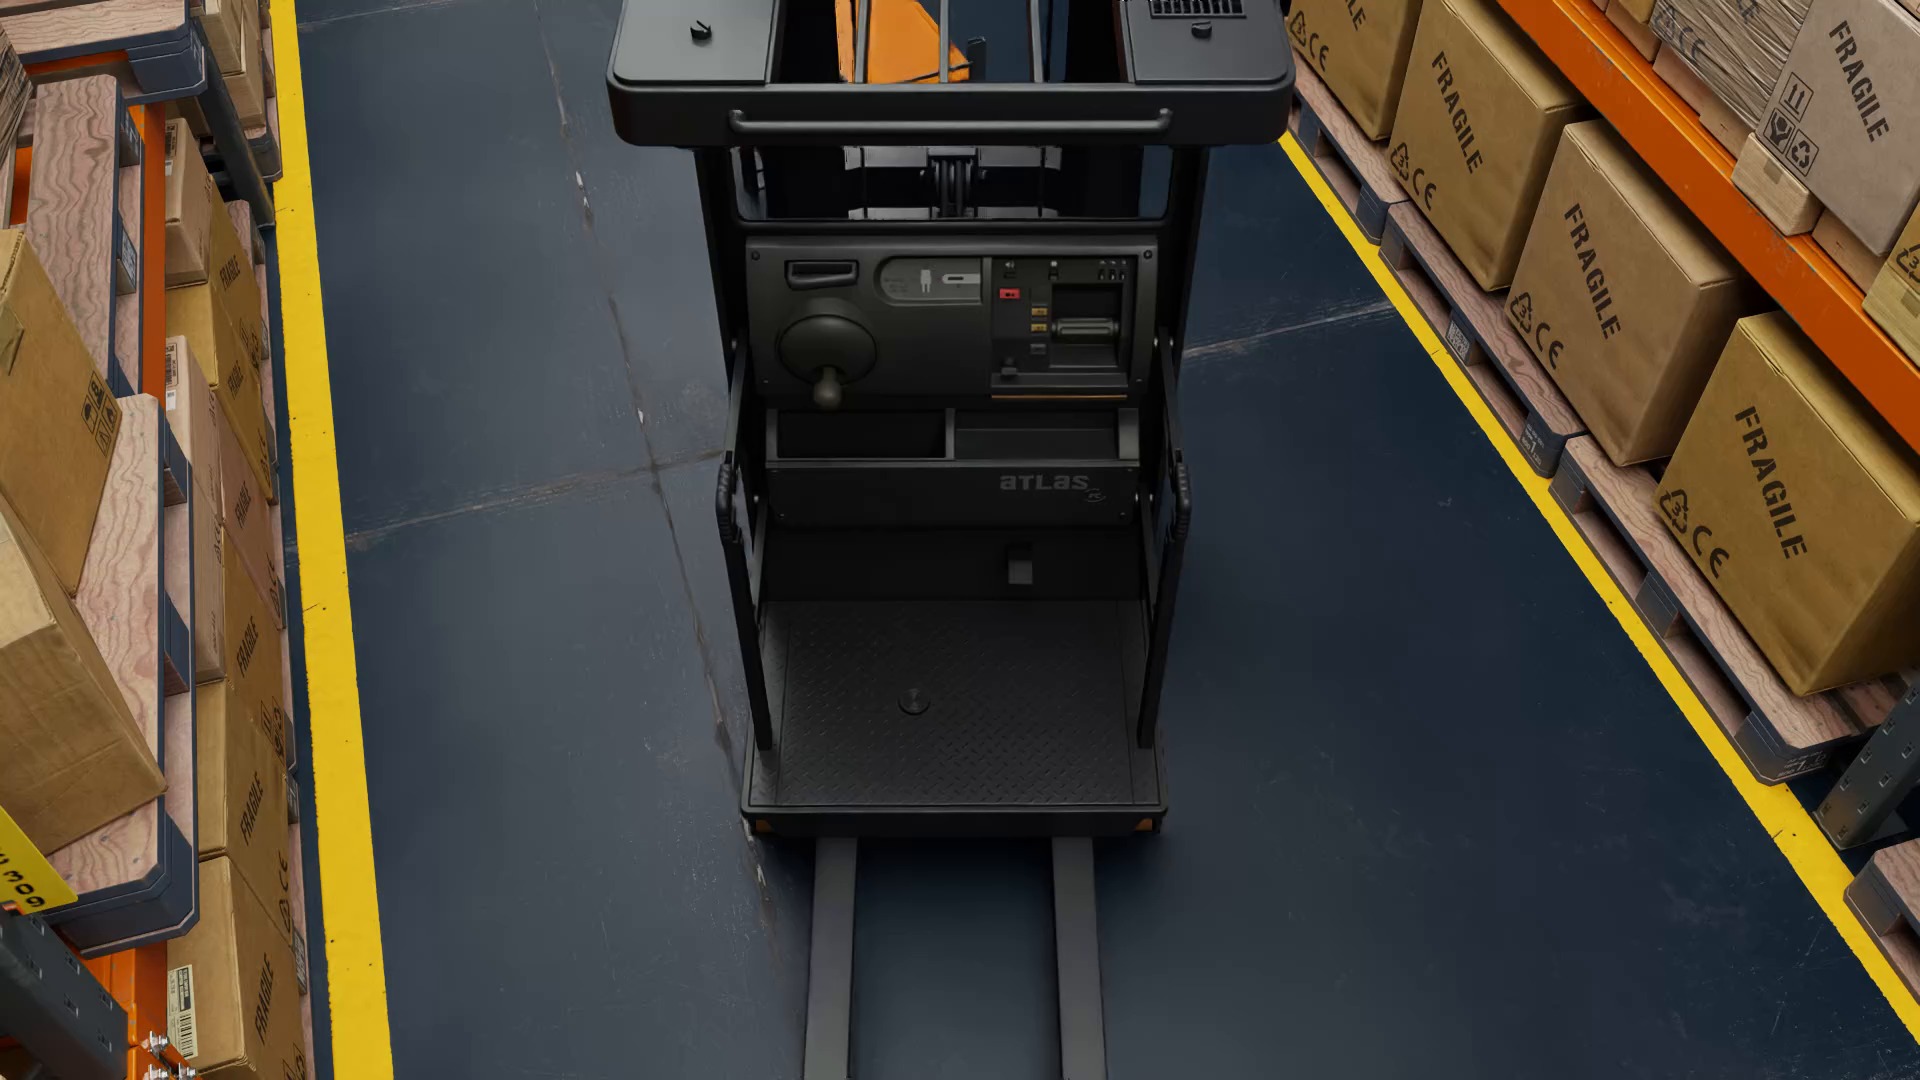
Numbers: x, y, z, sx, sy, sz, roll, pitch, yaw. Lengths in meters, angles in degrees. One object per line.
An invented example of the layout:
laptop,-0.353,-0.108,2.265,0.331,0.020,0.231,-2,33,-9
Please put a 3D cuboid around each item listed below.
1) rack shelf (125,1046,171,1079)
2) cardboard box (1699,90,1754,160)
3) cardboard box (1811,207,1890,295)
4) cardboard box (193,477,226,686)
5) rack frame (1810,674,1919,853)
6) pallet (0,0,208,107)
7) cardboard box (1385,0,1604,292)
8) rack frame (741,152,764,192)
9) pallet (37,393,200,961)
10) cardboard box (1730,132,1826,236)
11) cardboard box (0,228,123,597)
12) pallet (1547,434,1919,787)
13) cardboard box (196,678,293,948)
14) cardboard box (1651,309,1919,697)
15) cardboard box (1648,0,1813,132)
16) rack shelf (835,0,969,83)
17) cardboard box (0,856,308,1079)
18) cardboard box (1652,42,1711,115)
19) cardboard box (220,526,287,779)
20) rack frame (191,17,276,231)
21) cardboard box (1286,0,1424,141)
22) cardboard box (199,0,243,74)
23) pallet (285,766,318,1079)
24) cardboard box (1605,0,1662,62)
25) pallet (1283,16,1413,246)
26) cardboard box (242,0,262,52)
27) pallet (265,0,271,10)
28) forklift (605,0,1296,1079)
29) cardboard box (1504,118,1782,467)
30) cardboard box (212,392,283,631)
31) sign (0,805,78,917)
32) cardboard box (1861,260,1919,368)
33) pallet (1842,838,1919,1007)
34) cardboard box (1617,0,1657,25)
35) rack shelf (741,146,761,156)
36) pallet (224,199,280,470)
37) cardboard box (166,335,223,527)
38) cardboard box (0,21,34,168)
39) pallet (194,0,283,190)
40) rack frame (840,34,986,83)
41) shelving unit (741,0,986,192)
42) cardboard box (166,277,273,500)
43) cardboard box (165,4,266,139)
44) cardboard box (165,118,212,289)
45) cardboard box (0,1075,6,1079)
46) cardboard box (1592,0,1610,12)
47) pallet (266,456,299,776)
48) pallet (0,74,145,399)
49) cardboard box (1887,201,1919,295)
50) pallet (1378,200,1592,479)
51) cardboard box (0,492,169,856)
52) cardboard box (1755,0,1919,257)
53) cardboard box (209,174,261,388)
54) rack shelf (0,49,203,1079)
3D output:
rack shelf,-1.288,2.543,1.615,1.077,0.370,4.000,-13,51,-11
cardboard box,2.207,-1.132,4.394,0.380,0.149,0.250,-13,51,-11
cardboard box,2.351,-0.759,4.079,0.380,0.149,0.250,-12,51,-10
cardboard box,-2.085,0.134,4.032,0.500,0.250,0.500,-13,51,-11
rack frame,2.852,-0.272,3.518,1.000,3.000,0.127,-13,51,-11
pallet,-2.795,-1.530,4.703,1.213,0.211,1.003,-13,51,-11
cardboard box,2.014,-1.428,5.624,0.750,0.750,0.750,-14,51,-11
rack frame,-0.593,-1.791,6.024,0.500,1.125,0.032,-20,53,-16
pallet,-2.011,0.304,3.157,1.003,0.211,1.213,-13,51,-11
cardboard box,2.216,-0.939,4.231,0.380,0.149,0.250,-13,51,-11
cardboard box,-2.070,-0.202,3.118,0.700,0.500,0.500,-6,50,-5
pallet,2.552,0.080,5.045,1.003,0.211,1.213,-13,51,-11
cardboard box,-1.958,0.719,4.029,0.500,0.500,0.500,-13,51,-10
cardboard box,2.535,-0.160,4.554,0.750,0.750,0.750,-13,51,-11
cardboard box,2.174,-1.426,4.217,0.500,0.500,0.500,-13,51,-11
rack shelf,-0.372,-1.629,5.505,0.538,0.278,1.000,-20,53,-16
cardboard box,-1.790,1.106,3.703,0.500,0.500,0.500,-15,52,-13
cardboard box,2.147,-1.318,4.551,0.380,0.149,0.250,-15,51,-12
cardboard box,-2.099,0.352,4.338,0.500,0.500,0.500,-13,51,-11
rack frame,-3.062,-2.071,5.034,1.000,3.000,0.127,-13,51,-11
cardboard box,1.761,-2.069,6.164,0.750,0.750,0.750,-14,51,-11
cardboard box,-2.937,-1.950,6.089,0.500,0.311,0.500,-12,51,-10
pallet,-2.156,1.164,4.131,1.003,0.211,1.213,-13,51,-11
cardboard box,2.080,-1.515,4.717,0.380,0.149,0.250,-12,51,-10
pallet,1.830,-1.702,6.547,1.003,0.211,1.213,-13,51,-11
cardboard box,-3.086,-2.136,6.613,0.500,0.250,0.500,-15,51,-12
pallet,-3.626,-2.672,7.364,1.003,0.211,1.213,-13,51,-11
forklift,-0.016,-0.391,3.663,1.130,2.935,3.031,0,50,0
cardboard box,2.270,-0.809,5.101,0.750,0.750,0.750,-12,51,-10
cardboard box,-2.248,-0.017,4.650,0.500,0.500,0.500,-15,52,-12
sign,-1.363,0.443,2.348,0.100,0.325,0.005,-13,51,-11
cardboard box,2.384,-0.560,3.911,0.380,0.149,0.250,-12,51,-10
pallet,3.002,1.200,4.101,1.003,0.211,1.213,-13,51,-11
cardboard box,2.021,-1.790,4.524,0.500,0.500,0.500,-12,51,-10
rack shelf,-0.372,-1.283,5.915,0.538,0.278,1.000,-20,53,-16
pallet,-2.878,-0.618,5.633,1.003,0.211,1.213,-13,51,-11
cardboard box,-2.234,-0.232,4.341,0.500,0.250,0.500,-14,51,-12
cardboard box,-2.680,-1.093,3.869,0.700,0.500,0.500,-5,50,-4
pallet,-3.268,-1.782,6.614,1.003,0.211,1.213,-13,51,-11
rack frame,-0.152,-1.090,5.433,0.500,1.125,0.032,-20,53,-16
shelving unit,-0.372,-1.440,5.728,0.538,1.125,1.048,-20,53,-16
cardboard box,-2.409,-0.399,4.972,0.500,0.500,0.500,-15,51,-12
cardboard box,-2.937,-1.769,6.303,0.500,0.250,0.500,-13,51,-11
cardboard box,-2.541,-0.979,4.970,0.500,0.250,0.500,-12,51,-10
cardboard box,-1.486,1.125,2.274,0.500,0.500,0.500,-13,51,-10
cardboard box,2.009,-1.709,4.880,0.380,0.149,0.250,-13,51,-11
pallet,-2.520,0.271,4.883,1.003,0.211,1.213,-13,51,-11
pallet,-2.483,-0.590,3.911,1.003,0.211,1.213,-13,51,-11
cardboard box,2.474,-0.687,3.594,0.500,0.500,0.500,-14,51,-12
pallet,2.187,-0.813,5.797,1.003,0.211,1.213,-13,51,-11
cardboard box,-1.806,0.286,2.707,0.700,0.500,0.500,-30,56,-23
cardboard box,2.314,-1.057,3.906,0.500,0.500,0.500,-13,51,-11
cardboard box,-2.561,-0.777,5.290,0.500,0.500,0.500,-12,51,-10
rack shelf,-2.471,-0.378,4.078,1.077,0.370,4.000,-13,51,-11
